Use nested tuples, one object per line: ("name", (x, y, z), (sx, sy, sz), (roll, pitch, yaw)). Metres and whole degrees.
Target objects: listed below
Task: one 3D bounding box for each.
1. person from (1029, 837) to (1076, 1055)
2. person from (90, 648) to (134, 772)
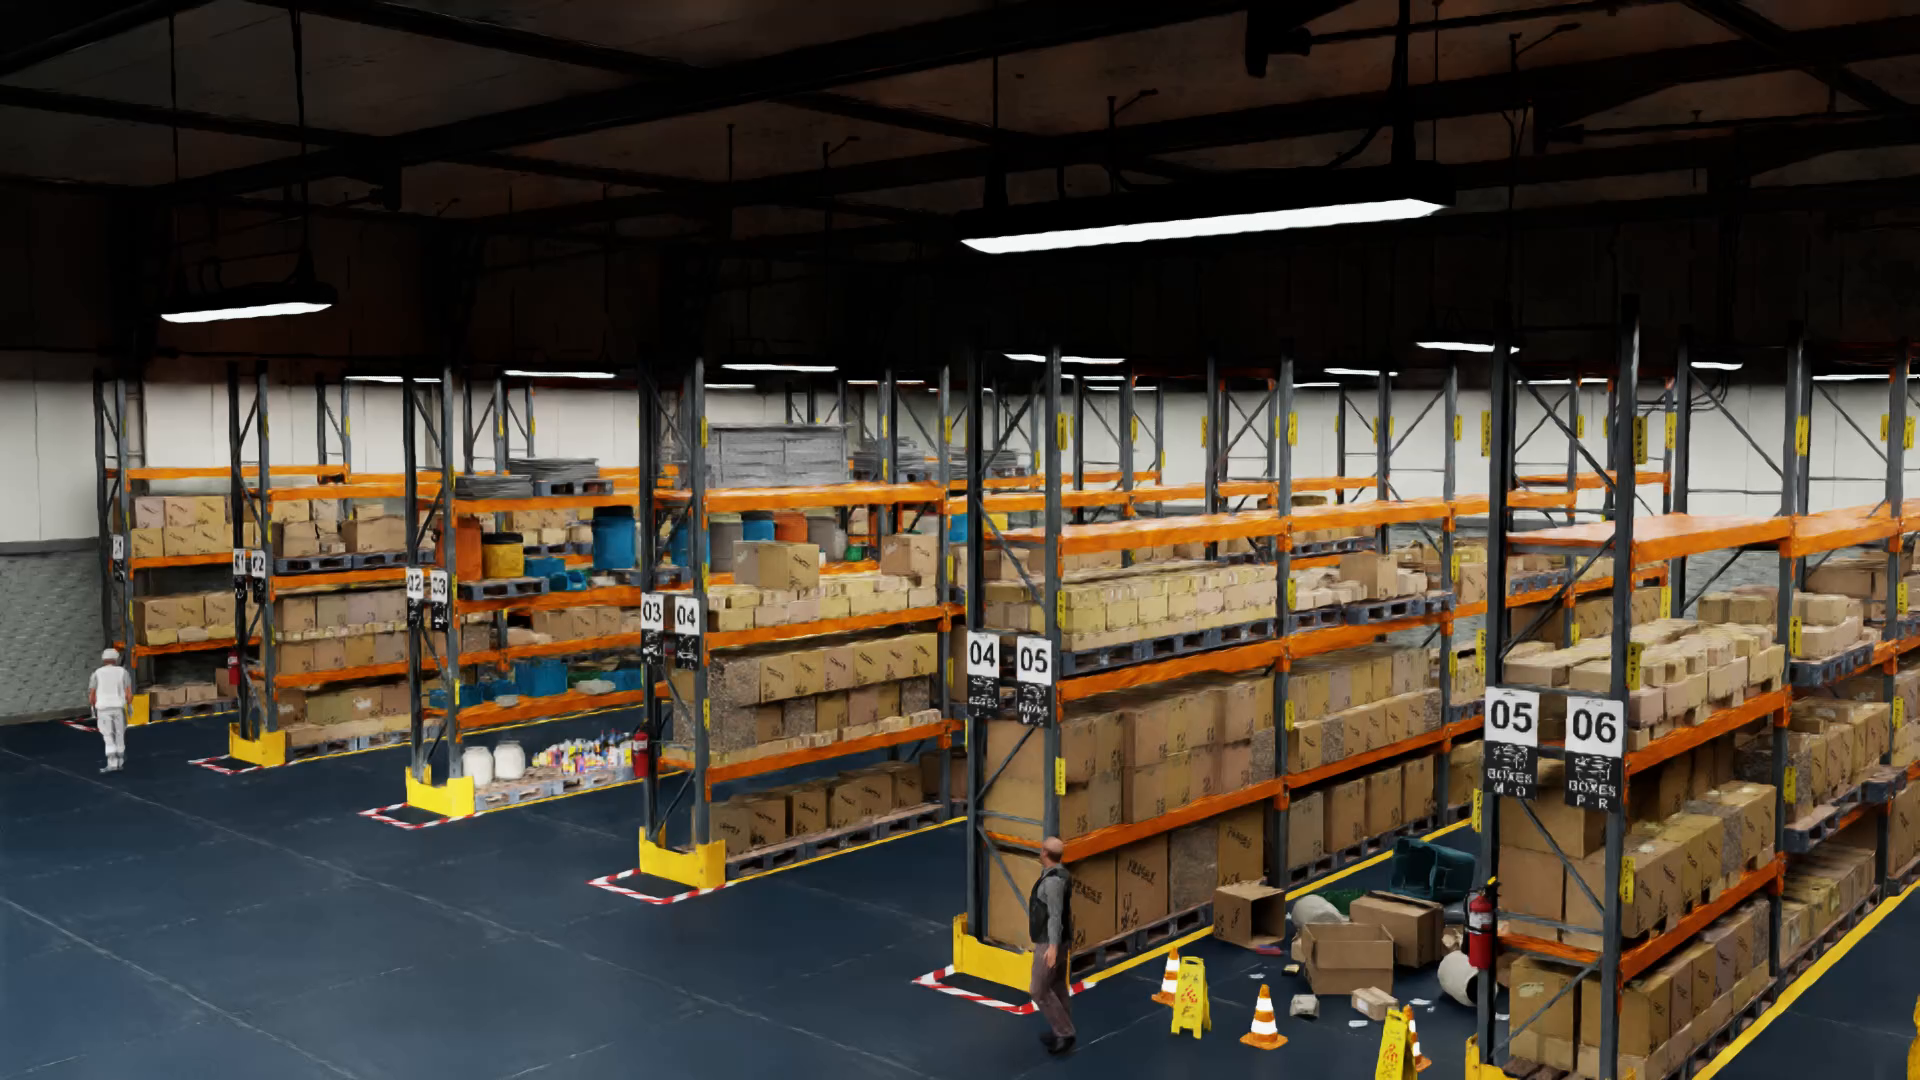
("person", (0.766, 3.296, 13.613), (0.398, 1.715, 0.643), (1, 4, 10))
("person", (-12.409, 2.482, 24.338), (0.568, 1.812, 0.468), (-3, 5, -36))
